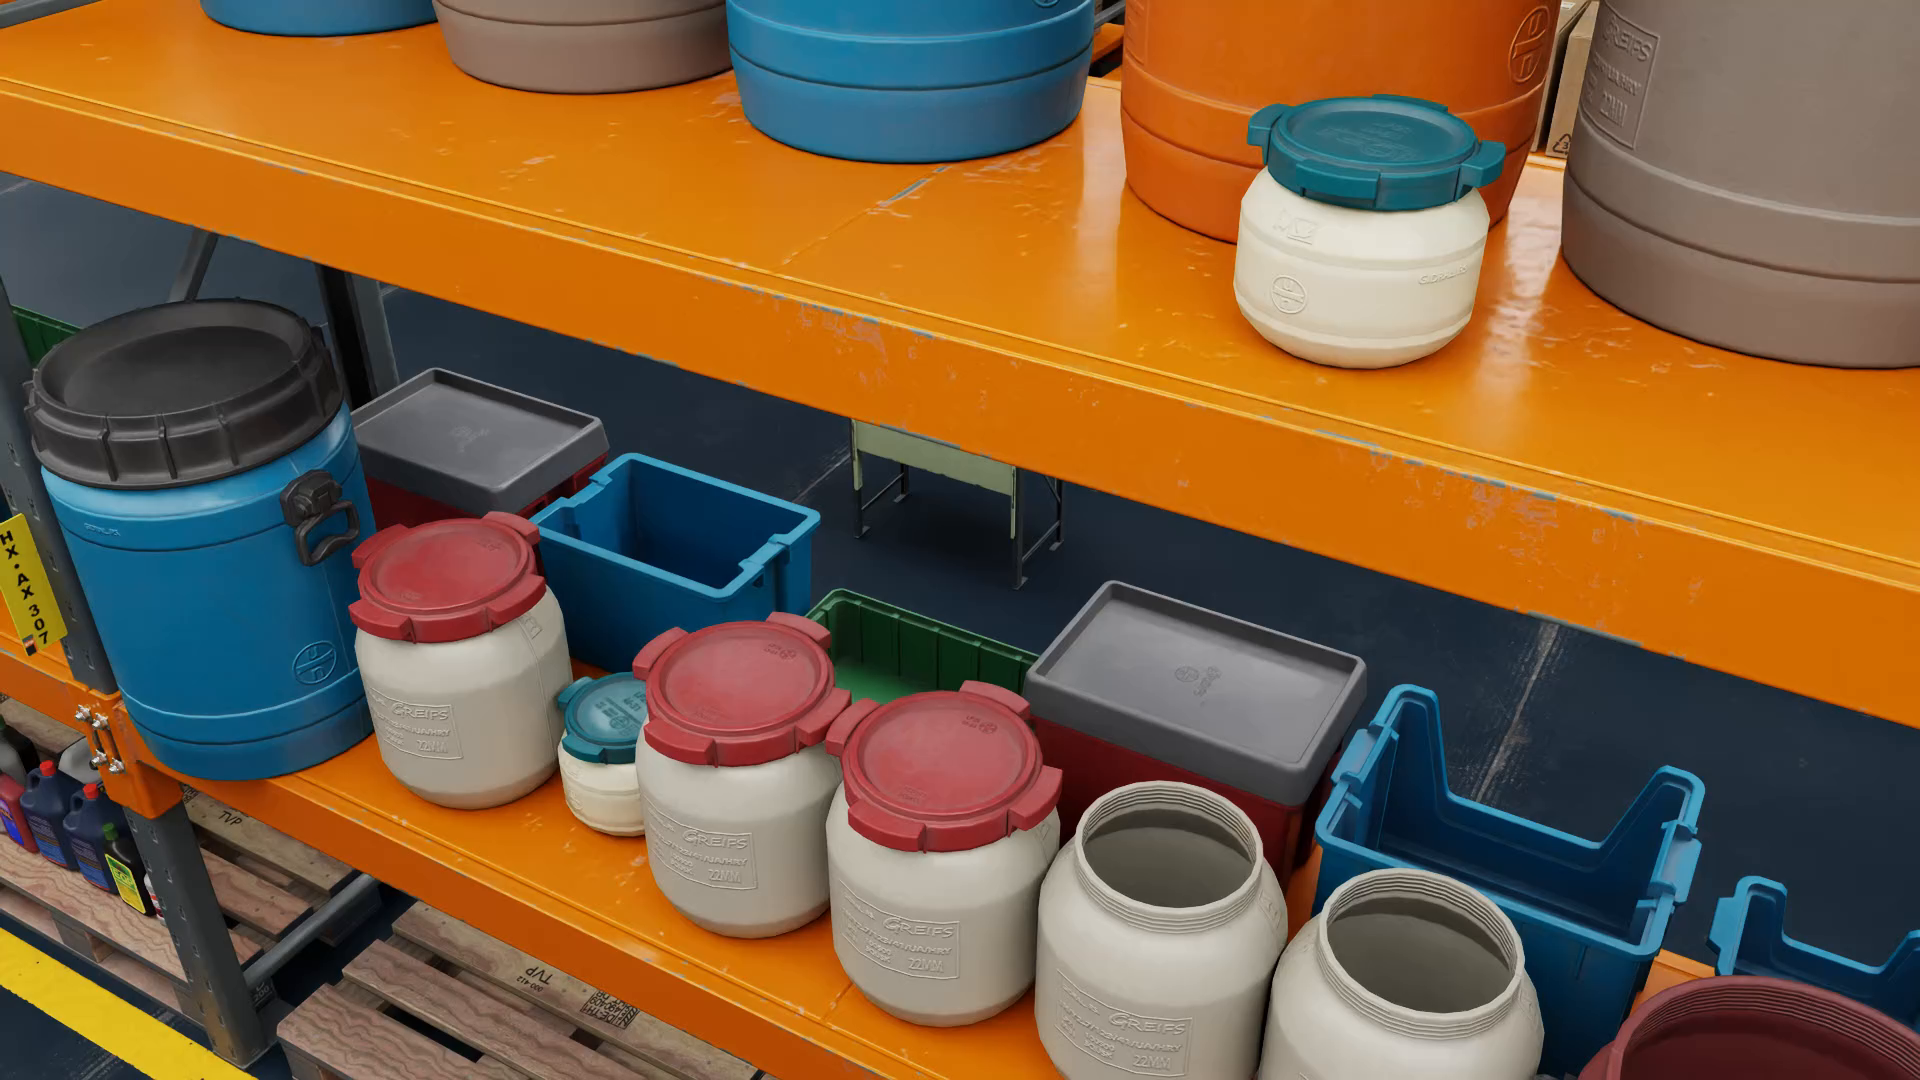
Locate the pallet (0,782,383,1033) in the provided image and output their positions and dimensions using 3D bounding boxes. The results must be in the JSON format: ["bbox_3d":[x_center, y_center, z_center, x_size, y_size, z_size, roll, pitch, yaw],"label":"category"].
[{"bbox_3d":[-2.327,0.910,5.192,1.213,0.211,1.003,18,37,24],"label":"pallet"}]

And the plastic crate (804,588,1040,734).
[{"bbox_3d":[-0.113,0.386,3.656,0.662,0.188,0.450,18,37,24],"label":"plastic crate"}]

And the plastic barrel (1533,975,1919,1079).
[{"bbox_3d":[1.155,1.016,2.395,0.708,0.536,0.600,18,37,24],"label":"plastic barrel"}]

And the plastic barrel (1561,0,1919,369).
[{"bbox_3d":[1.103,-0.733,1.986,0.600,0.901,0.600,0,34,0],"label":"plastic barrel"}]

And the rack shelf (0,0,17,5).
[{"bbox_3d":[-3.501,-1.545,4.306,4.000,0.370,1.077,18,37,24],"label":"rack shelf"}]

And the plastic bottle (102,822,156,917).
[{"bbox_3d":[-2.346,0.928,4.703,0.133,0.283,0.061,20,38,27],"label":"plastic bottle"}]

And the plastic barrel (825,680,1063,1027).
[{"bbox_3d":[-0.030,0.587,3.039,0.433,0.535,0.433,0,34,0],"label":"plastic barrel"}]

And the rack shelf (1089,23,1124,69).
[{"bbox_3d":[-1.040,-2.679,8.715,4.000,0.370,1.077,18,37,24],"label":"rack shelf"}]

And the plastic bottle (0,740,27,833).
[{"bbox_3d":[-2.914,0.694,4.995,0.185,0.351,0.144,17,37,24],"label":"plastic bottle"}]

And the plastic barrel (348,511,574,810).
[{"bbox_3d":[-1.043,0.267,3.521,0.433,0.535,0.433,0,34,0],"label":"plastic barrel"}]

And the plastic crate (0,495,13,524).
[{"bbox_3d":[-2.860,-0.157,4.414,0.616,0.251,0.499,18,37,24],"label":"plastic crate"}]

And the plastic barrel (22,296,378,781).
[{"bbox_3d":[-1.580,-0.002,3.595,0.708,0.901,0.600,18,37,24],"label":"plastic barrel"}]

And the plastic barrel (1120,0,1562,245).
[{"bbox_3d":[0.535,-0.883,2.276,0.708,0.830,0.600,18,37,24],"label":"plastic barrel"}]

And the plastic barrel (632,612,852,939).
[{"bbox_3d":[-0.406,0.468,3.218,0.433,0.535,0.433,0,34,0],"label":"plastic barrel"}]

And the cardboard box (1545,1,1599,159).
[{"bbox_3d":[2.704,-1.823,6.692,0.500,0.500,0.500,16,37,22],"label":"cardboard box"}]

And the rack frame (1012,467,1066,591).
[{"bbox_3d":[0.312,-0.525,6.186,0.023,1.500,0.400,18,37,24],"label":"rack frame"}]

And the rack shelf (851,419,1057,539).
[{"bbox_3d":[-0.006,-0.355,6.518,0.720,0.370,0.431,18,37,24],"label":"rack shelf"}]

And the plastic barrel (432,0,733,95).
[{"bbox_3d":[-0.648,-1.287,2.818,0.600,0.901,0.600,0,34,0],"label":"plastic barrel"}]

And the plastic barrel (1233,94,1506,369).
[{"bbox_3d":[0.488,-0.374,2.024,0.301,0.262,0.301,0,34,0],"label":"plastic barrel"}]

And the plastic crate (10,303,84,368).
[{"bbox_3d":[-2.803,-0.466,4.935,0.662,0.188,0.450,18,37,24],"label":"plastic crate"}]

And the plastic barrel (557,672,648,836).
[{"bbox_3d":[-0.692,0.450,3.493,0.301,0.262,0.301,0,34,0],"label":"plastic barrel"}]

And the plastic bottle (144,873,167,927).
[{"bbox_3d":[-2.234,0.986,4.690,0.097,0.201,0.097,0,34,0],"label":"plastic bottle"}]

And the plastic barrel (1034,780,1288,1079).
[{"bbox_3d":[0.343,0.712,2.874,0.421,0.512,0.421,0,34,0],"label":"plastic barrel"}]

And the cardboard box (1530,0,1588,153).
[{"bbox_3d":[2.247,-1.968,6.909,0.500,0.500,0.500,18,38,24],"label":"cardboard box"}]

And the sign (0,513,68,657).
[{"bbox_3d":[-2.047,0.101,3.642,0.005,0.325,0.100,18,37,24],"label":"sign"}]

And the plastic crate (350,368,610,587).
[{"bbox_3d":[-1.193,-0.086,4.115,0.583,0.464,0.402,18,37,24],"label":"plastic crate"}]

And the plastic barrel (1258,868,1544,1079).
[{"bbox_3d":[0.709,0.828,2.700,0.421,0.512,0.421,0,34,0],"label":"plastic barrel"}]

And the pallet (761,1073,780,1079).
[{"bbox_3d":[0.000,1.647,4.086,1.213,0.211,1.003,18,37,24],"label":"pallet"}]

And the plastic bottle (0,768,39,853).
[{"bbox_3d":[-2.796,0.786,4.917,0.133,0.283,0.061,20,39,27],"label":"plastic bottle"}]

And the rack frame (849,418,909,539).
[{"bbox_3d":[-0.324,-0.727,6.488,0.023,1.500,0.400,18,37,24],"label":"rack frame"}]

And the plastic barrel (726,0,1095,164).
[{"bbox_3d":[-0.080,-1.108,2.548,0.708,0.901,0.600,18,37,24],"label":"plastic barrel"}]

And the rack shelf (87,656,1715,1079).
[{"bbox_3d":[-0.028,0.804,3.485,4.000,0.370,1.077,18,37,24],"label":"rack shelf"}]

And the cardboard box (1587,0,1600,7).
[{"bbox_3d":[4.272,-3.643,11.373,0.500,0.500,0.700,17,37,23],"label":"cardboard box"}]

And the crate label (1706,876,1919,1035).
[{"bbox_3d":[1.528,0.828,2.951,0.416,0.233,0.303,18,37,24],"label":"crate label"}]

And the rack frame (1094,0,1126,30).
[{"bbox_3d":[0.696,-2.428,7.690,0.127,3.000,1.000,18,37,24],"label":"rack frame"}]

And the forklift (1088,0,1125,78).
[{"bbox_3d":[1.265,-3.843,9.877,3.031,2.935,1.130,15,37,22],"label":"forklift"}]

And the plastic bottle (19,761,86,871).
[{"bbox_3d":[-2.634,0.783,4.861,0.185,0.351,0.144,16,37,22],"label":"plastic bottle"}]

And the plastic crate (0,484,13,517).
[{"bbox_3d":[-2.156,-0.225,4.437,0.504,0.338,0.767,18,37,24],"label":"plastic crate"}]

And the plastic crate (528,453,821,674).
[{"bbox_3d":[-0.653,0.115,3.886,0.575,0.384,0.392,18,37,24],"label":"plastic crate"}]

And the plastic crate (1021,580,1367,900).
[{"bbox_3d":[0.457,0.436,3.331,0.583,0.464,0.402,18,37,24],"label":"plastic crate"}]

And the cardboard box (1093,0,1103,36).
[{"bbox_3d":[0.308,-2.589,7.841,0.500,0.500,0.700,17,37,23],"label":"cardboard box"}]

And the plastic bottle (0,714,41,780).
[{"bbox_3d":[-2.886,0.666,5.098,0.133,0.283,0.061,18,37,24],"label":"plastic bottle"}]

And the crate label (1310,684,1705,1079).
[{"bbox_3d":[0.980,0.636,3.056,0.616,0.435,0.502,18,37,24],"label":"crate label"}]

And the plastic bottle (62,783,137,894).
[{"bbox_3d":[-2.467,0.836,4.782,0.185,0.351,0.144,17,37,23],"label":"plastic bottle"}]

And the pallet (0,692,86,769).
[{"bbox_3d":[-3.391,0.575,5.695,1.213,0.211,1.003,18,37,24],"label":"pallet"}]

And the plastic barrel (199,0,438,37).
[{"bbox_3d":[-1.216,-1.467,3.089,0.708,0.901,0.600,18,37,24],"label":"plastic barrel"}]

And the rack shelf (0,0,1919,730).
[{"bbox_3d":[-0.028,-0.445,2.654,4.000,0.370,1.077,18,37,24],"label":"rack shelf"}]

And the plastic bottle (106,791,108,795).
[{"bbox_3d":[-2.396,0.766,4.886,0.185,0.351,0.144,18,37,24],"label":"plastic bottle"}]

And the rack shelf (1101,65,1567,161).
[{"bbox_3d":[2.433,-1.579,7.063,4.000,0.370,1.077,18,37,24],"label":"rack shelf"}]

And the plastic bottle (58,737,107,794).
[{"bbox_3d":[-2.582,0.736,4.999,0.135,0.276,0.152,18,37,24],"label":"plastic bottle"}]

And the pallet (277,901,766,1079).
[{"bbox_3d":[-1.064,1.312,4.589,1.213,0.211,1.003,18,37,24],"label":"pallet"}]

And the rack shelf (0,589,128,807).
[{"bbox_3d":[-3.501,-0.296,5.137,4.000,0.370,1.077,18,37,24],"label":"rack shelf"}]

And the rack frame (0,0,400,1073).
[{"bbox_3d":[-1.765,-0.046,4.112,0.127,3.000,1.000,18,37,24],"label":"rack frame"}]

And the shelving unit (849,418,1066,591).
[{"bbox_3d":[-0.006,-0.626,6.337,0.755,1.500,0.431,18,37,24],"label":"shelving unit"}]
